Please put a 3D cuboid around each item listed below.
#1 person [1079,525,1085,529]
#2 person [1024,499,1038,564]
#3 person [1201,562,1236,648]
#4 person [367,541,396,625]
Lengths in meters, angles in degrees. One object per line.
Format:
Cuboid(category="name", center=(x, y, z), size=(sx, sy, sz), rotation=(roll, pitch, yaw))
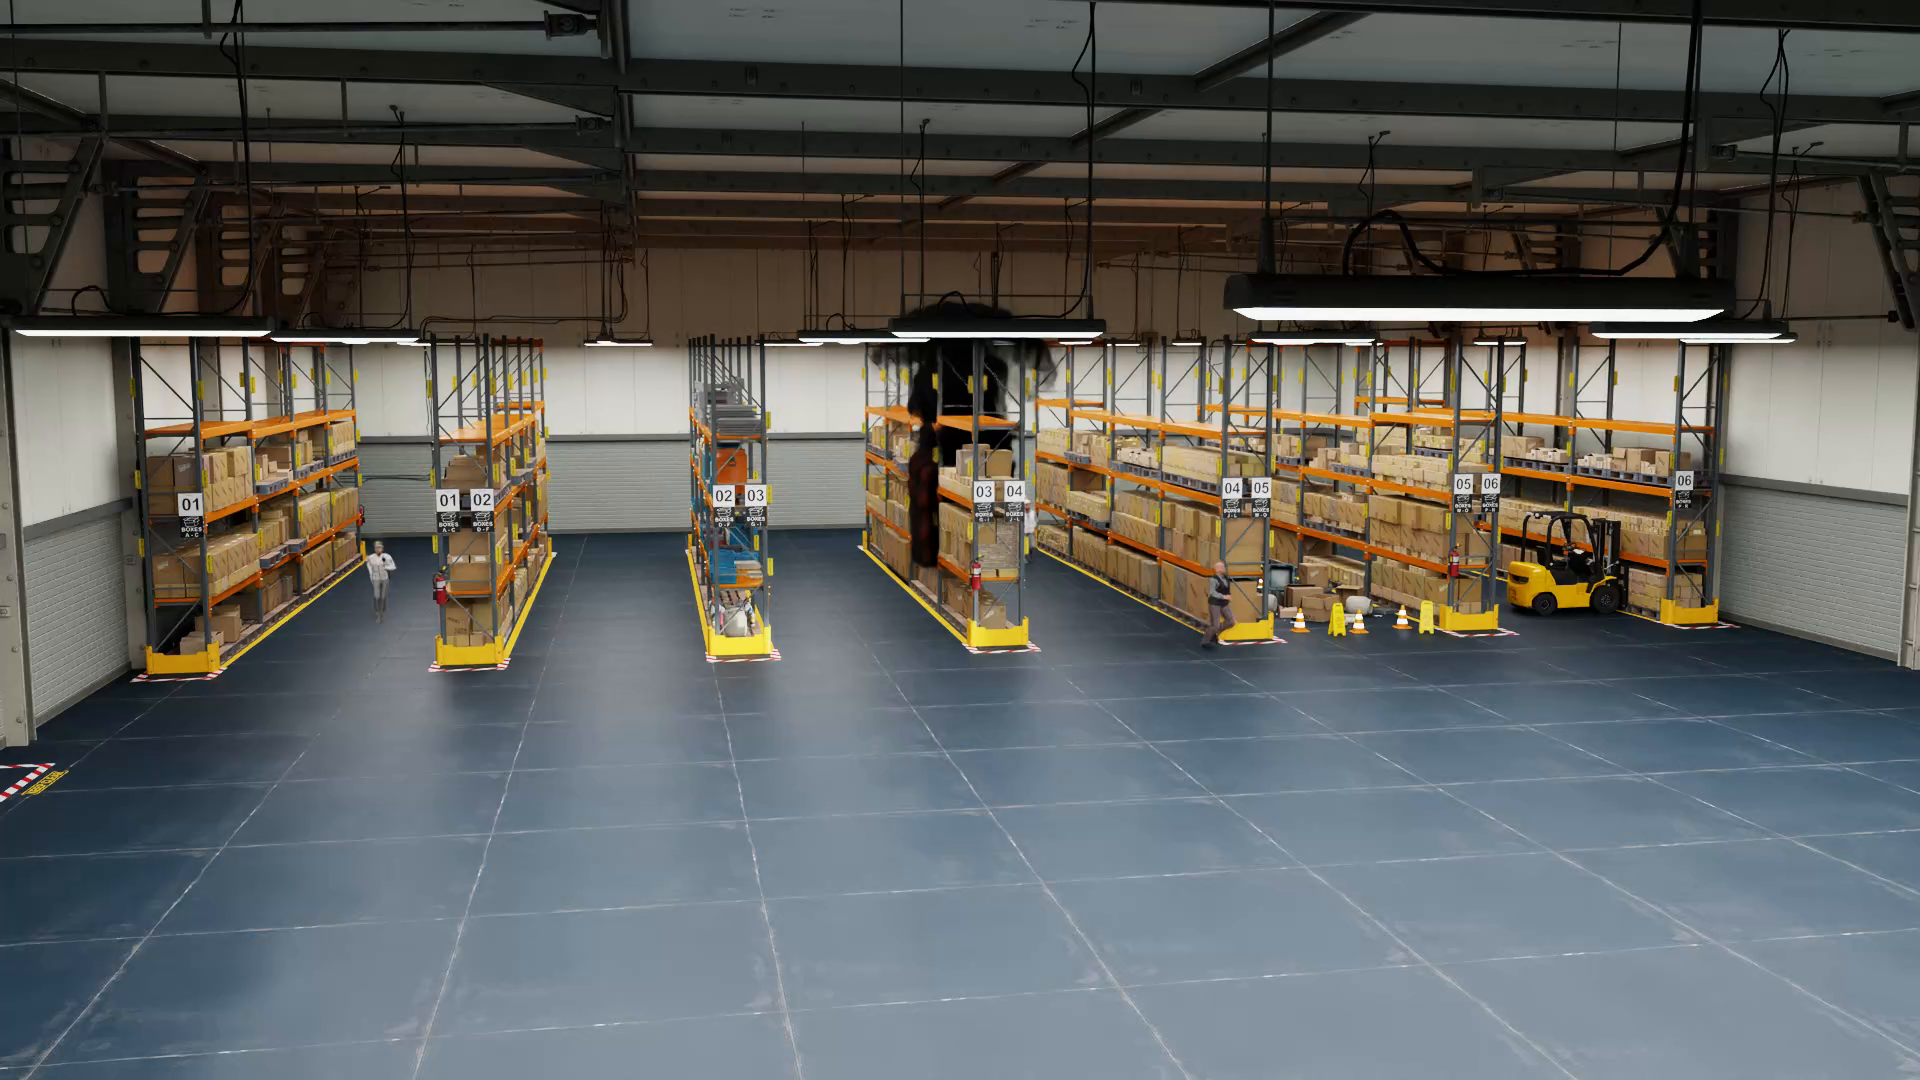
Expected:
Cuboid(category="person", center=(3.810, -0.821, 49.988), size=(0.930, 1.650, 0.611), rotation=(-2, 7, -14))
Cuboid(category="person", center=(1.812, -0.219, 44.302), size=(0.649, 1.726, 0.580), rotation=(-1, 7, -8))
Cuboid(category="person", center=(4.983, 1.248, 31.777), size=(0.687, 1.677, 0.737), rotation=(-6, 9, -44))
Cuboid(category="person", center=(-12.176, 0.882, 35.038), size=(0.584, 1.754, 0.775), rotation=(-2, 7, -16))
